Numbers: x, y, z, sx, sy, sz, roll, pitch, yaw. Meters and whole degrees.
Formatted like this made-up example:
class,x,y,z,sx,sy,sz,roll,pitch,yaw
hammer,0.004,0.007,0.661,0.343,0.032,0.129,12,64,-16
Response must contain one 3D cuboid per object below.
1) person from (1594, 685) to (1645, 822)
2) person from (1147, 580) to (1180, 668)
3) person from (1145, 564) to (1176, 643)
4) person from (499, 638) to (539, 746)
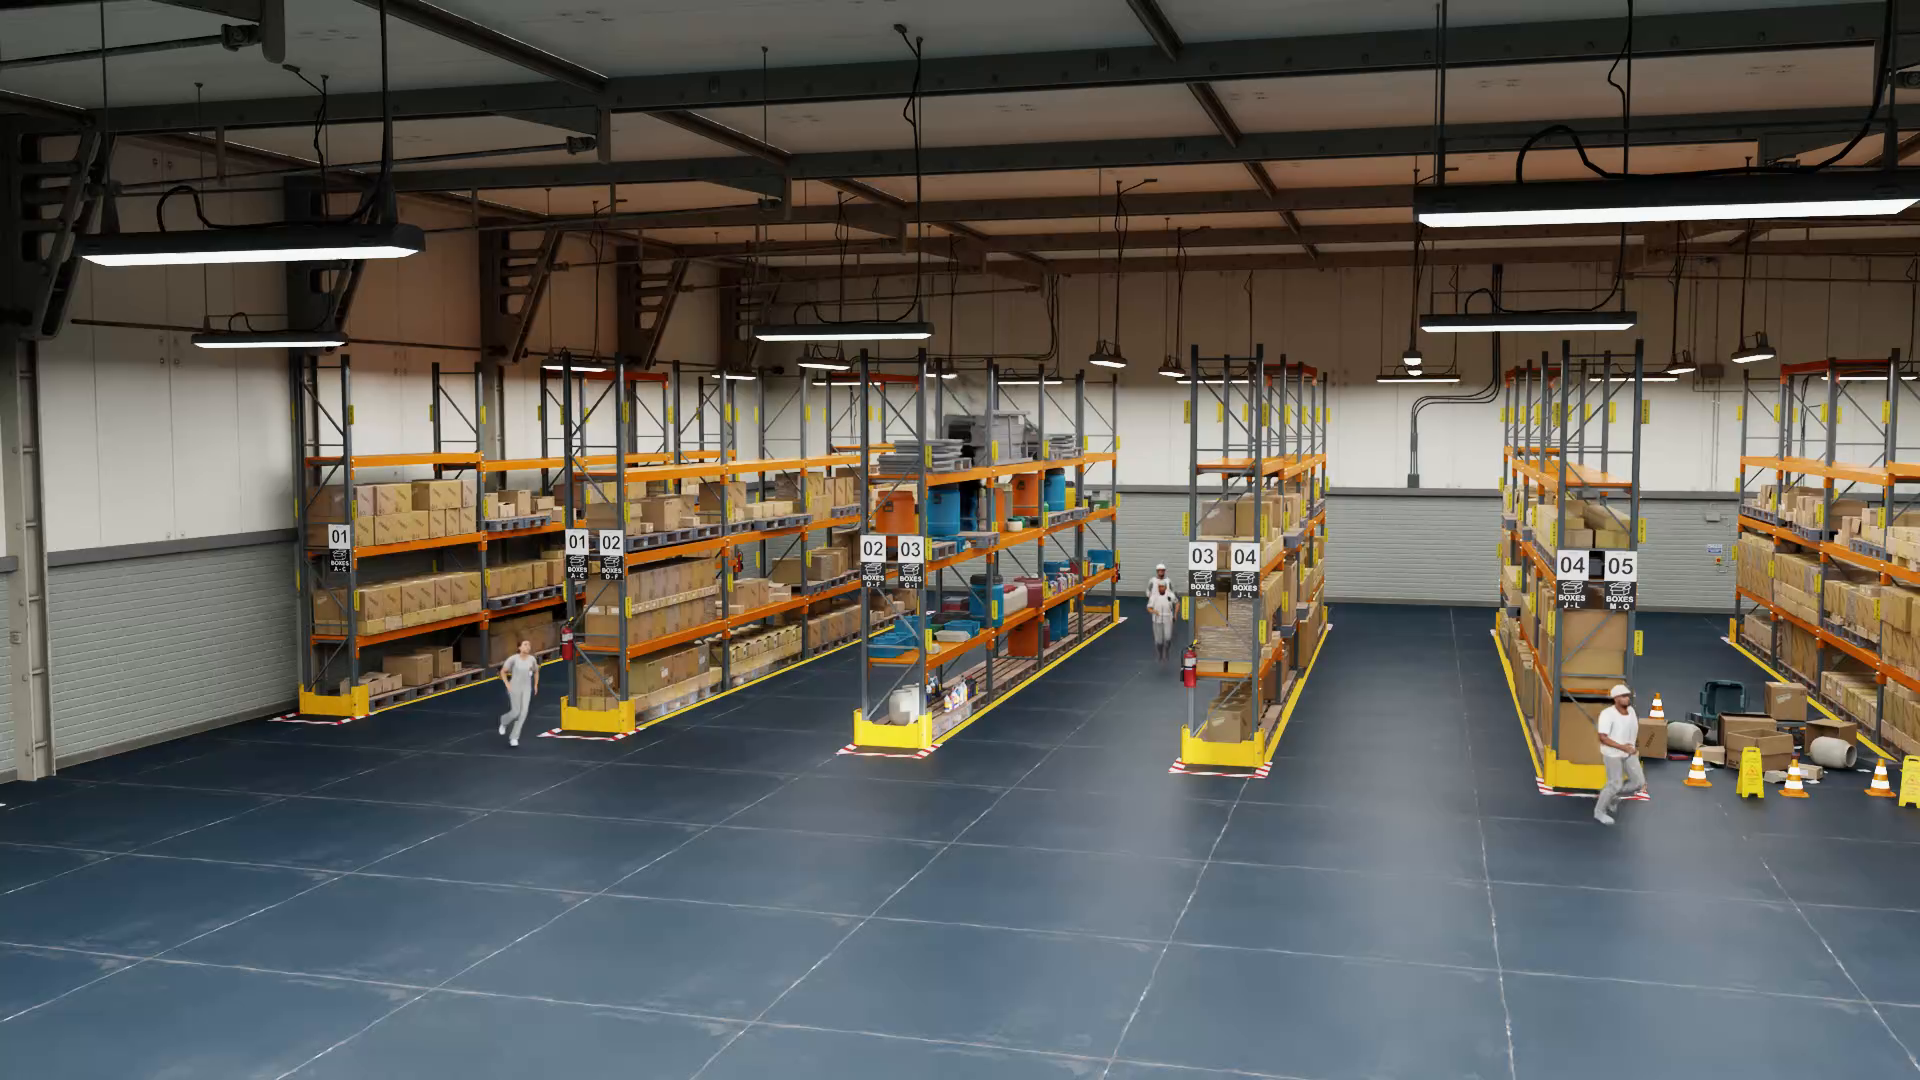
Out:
class,x,y,z,sx,sy,sz,roll,pitch,yaw
person,8.099,2.619,20.327,0.732,1.718,0.679,-2,5,-25
person,3.914,1.598,32.110,0.604,1.658,0.733,1,4,13
person,4.433,1.396,36.732,0.660,1.733,0.585,0,4,3
person,-6.695,2.294,25.416,0.604,1.598,0.647,-3,5,-37
